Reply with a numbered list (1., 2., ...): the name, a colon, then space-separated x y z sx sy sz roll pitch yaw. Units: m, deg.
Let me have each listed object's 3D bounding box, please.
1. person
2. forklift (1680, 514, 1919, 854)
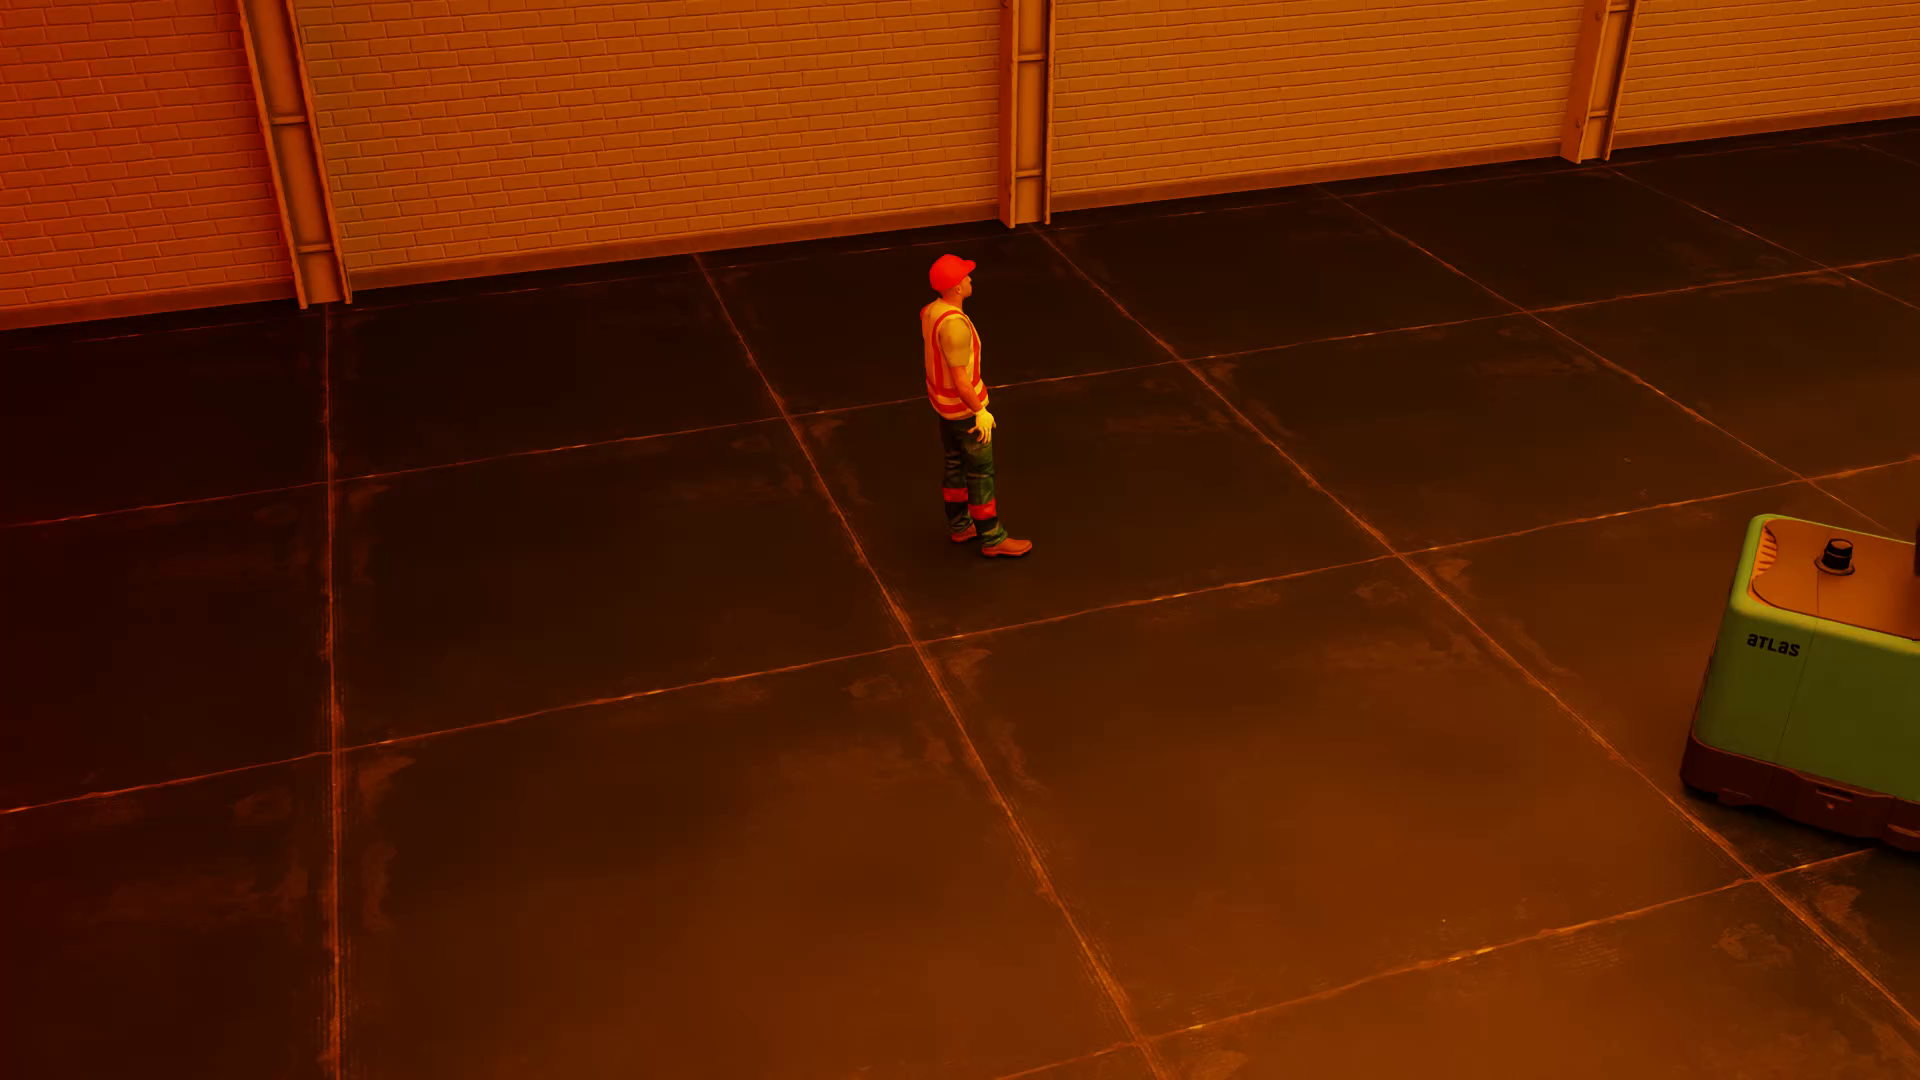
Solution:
1. person: 0.080 -0.789 9.588 0.564 1.787 0.637 -10 31 -16
2. forklift: 4.981 0.069 6.966 3.031 2.935 1.130 15 33 24
